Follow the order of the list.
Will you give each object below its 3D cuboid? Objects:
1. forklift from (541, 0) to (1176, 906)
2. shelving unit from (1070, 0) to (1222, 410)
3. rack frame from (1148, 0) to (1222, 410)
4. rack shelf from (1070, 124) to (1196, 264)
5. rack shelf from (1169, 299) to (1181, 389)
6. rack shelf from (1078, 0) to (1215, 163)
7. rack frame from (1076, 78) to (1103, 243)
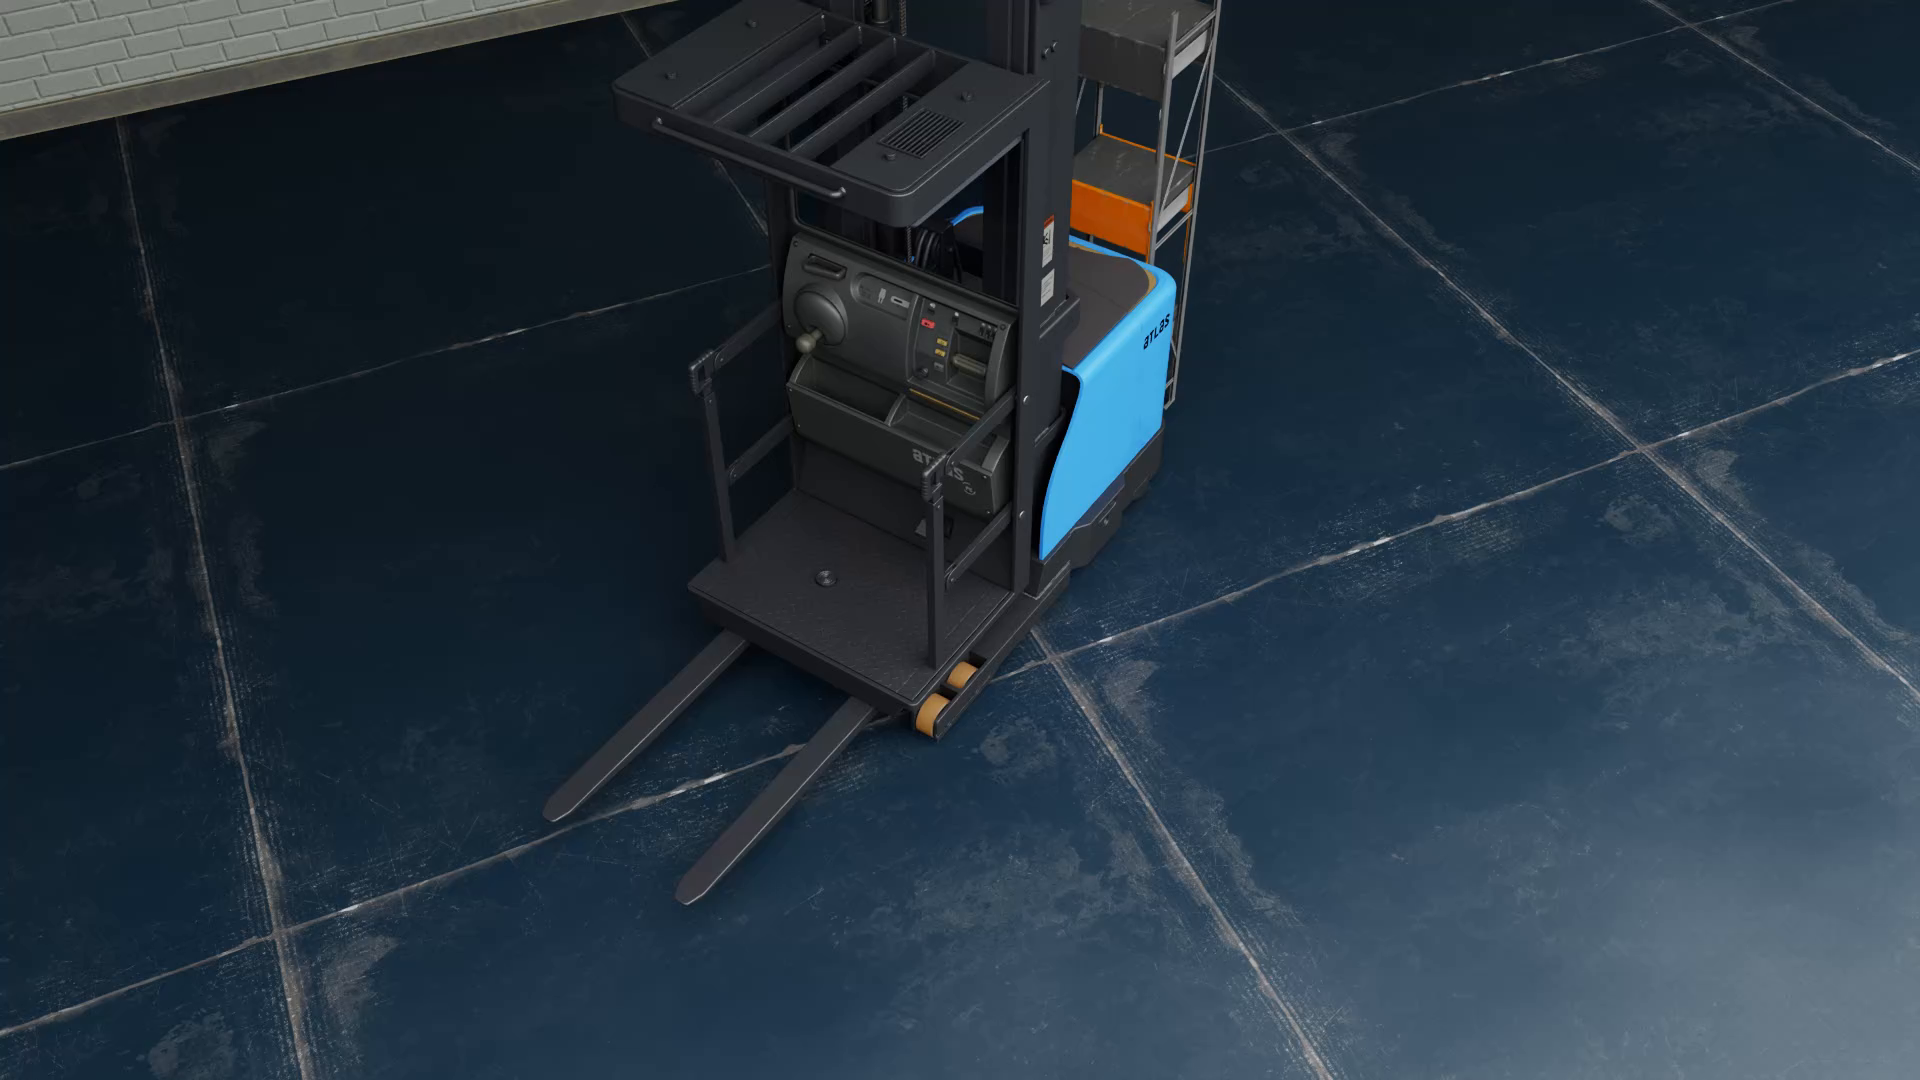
[{"bbox_3d":[-0.351,-0.675,5.716,1.130,2.935,3.031,25,50,23],"label":"forklift"},{"bbox_3d":[0.684,-1.383,7.025,0.503,2.100,0.431,25,50,23],"label":"shelving unit"},{"bbox_3d":[0.887,-1.288,6.929,0.015,2.100,0.400,25,50,23],"label":"rack frame"},{"bbox_3d":[0.684,-1.373,7.035,0.480,0.518,0.431,25,50,23],"label":"rack shelf"},{"bbox_3d":[0.684,-0.875,7.527,0.480,0.518,0.431,25,50,23],"label":"rack shelf"},{"bbox_3d":[0.684,-1.871,6.543,0.480,0.518,0.431,25,50,23],"label":"rack shelf"},{"bbox_3d":[0.481,-1.478,7.122,0.015,2.100,0.400,25,50,23],"label":"rack frame"}]
